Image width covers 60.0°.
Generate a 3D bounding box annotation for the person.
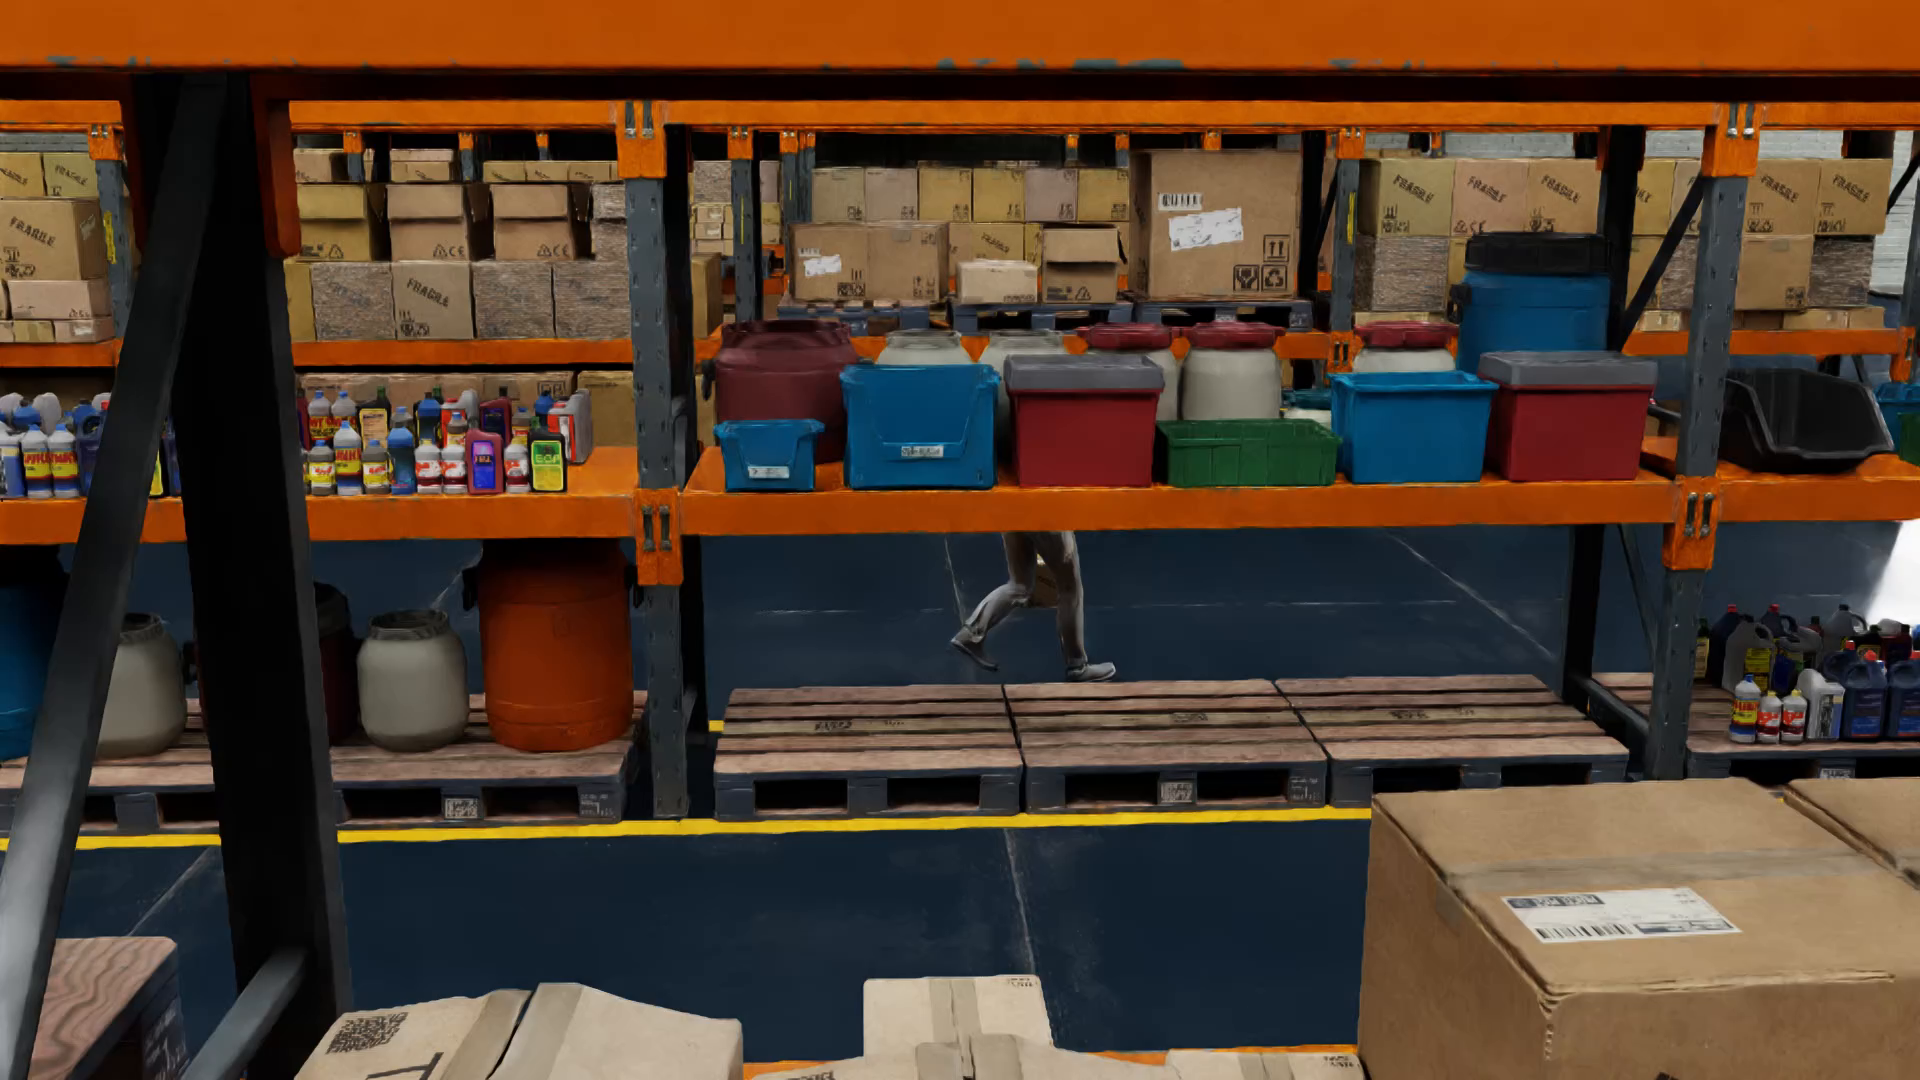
[{"bbox_3d":[0.340,-0.098,7.905,0.595,1.637,0.684,12,18,40],"label":"person"}]
